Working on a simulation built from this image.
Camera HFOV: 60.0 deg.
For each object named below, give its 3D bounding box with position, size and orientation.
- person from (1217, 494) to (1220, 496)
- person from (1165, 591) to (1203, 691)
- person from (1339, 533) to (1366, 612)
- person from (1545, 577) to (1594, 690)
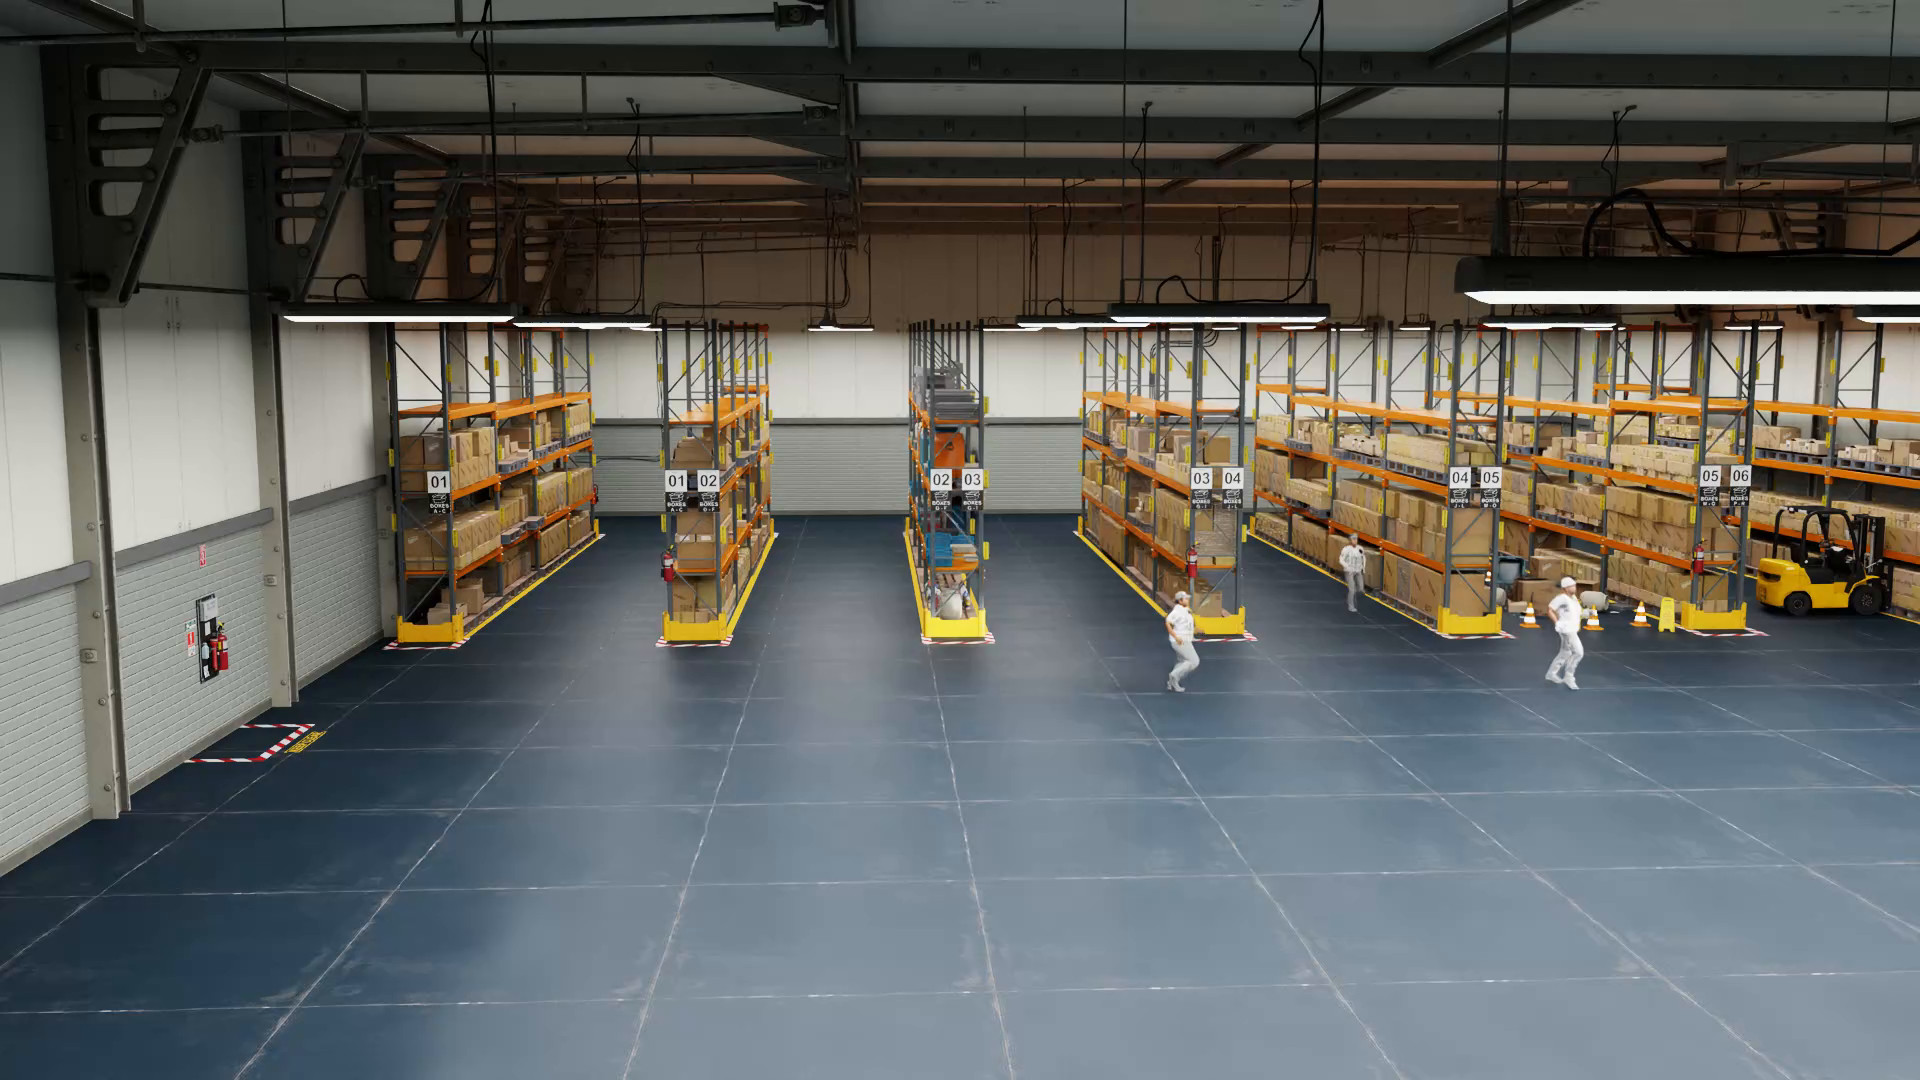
[{"bbox_3d":[7.057,-0.989,47.770,0.674,1.626,0.560,2,7,19],"label":"person"},{"bbox_3d":[3.601,1.628,26.632,0.567,1.626,0.593,2,7,15],"label":"person"},{"bbox_3d":[8.144,0.660,34.380,0.592,1.651,0.539,-1,7,-8],"label":"person"},{"bbox_3d":[9.892,1.517,27.007,0.712,1.829,0.658,4,8,32],"label":"person"}]
